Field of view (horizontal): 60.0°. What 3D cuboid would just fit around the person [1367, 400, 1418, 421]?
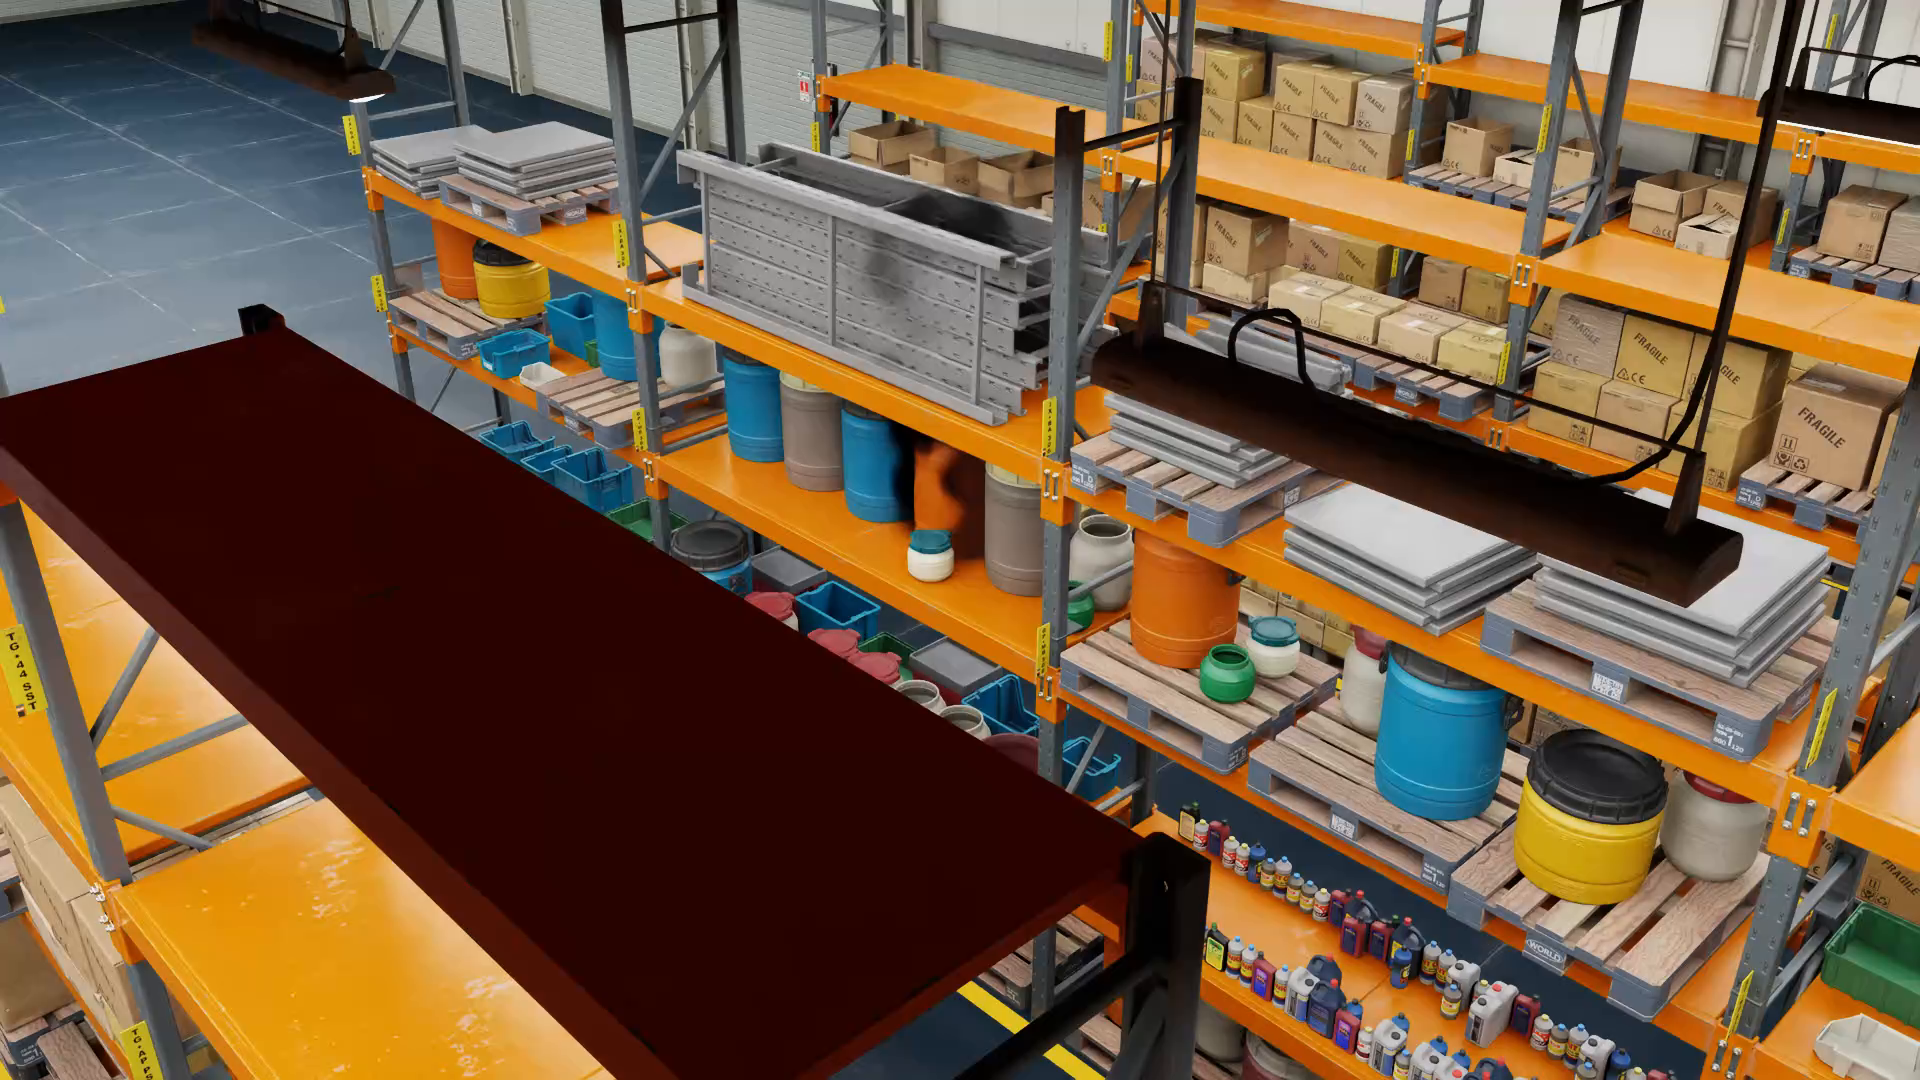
[{"bbox_3d":[4.381,-0.962,16.905,0.796,1.705,0.601,24,36,37],"label":"person"}]
